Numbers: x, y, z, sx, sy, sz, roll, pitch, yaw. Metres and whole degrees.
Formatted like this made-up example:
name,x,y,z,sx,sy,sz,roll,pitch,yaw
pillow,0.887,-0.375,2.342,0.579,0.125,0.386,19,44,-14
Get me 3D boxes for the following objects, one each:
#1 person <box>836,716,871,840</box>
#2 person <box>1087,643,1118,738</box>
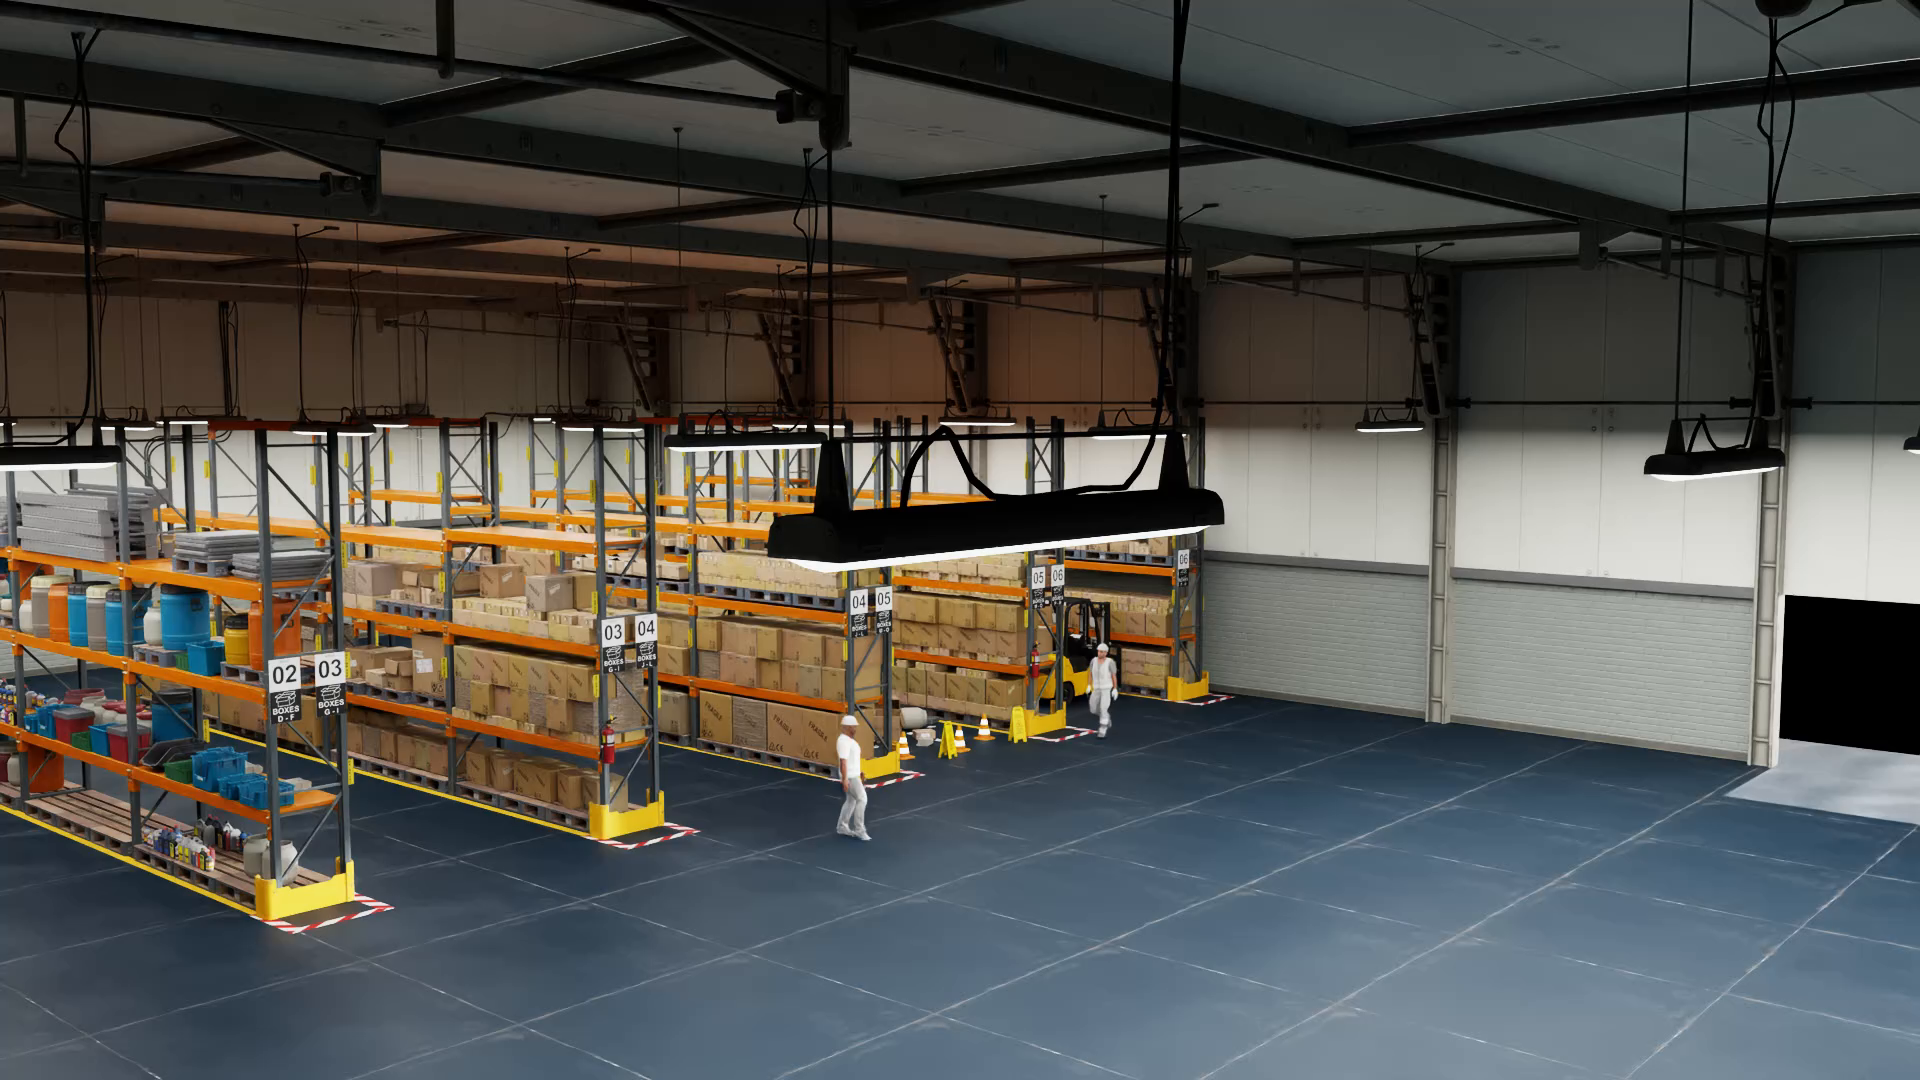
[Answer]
name,x,y,z,sx,sy,sz,roll,pitch,yaw
person,-1.539,3.466,24.193,0.532,1.837,0.599,0,5,-5
person,2.728,2.829,31.538,0.638,1.775,0.714,3,6,34
